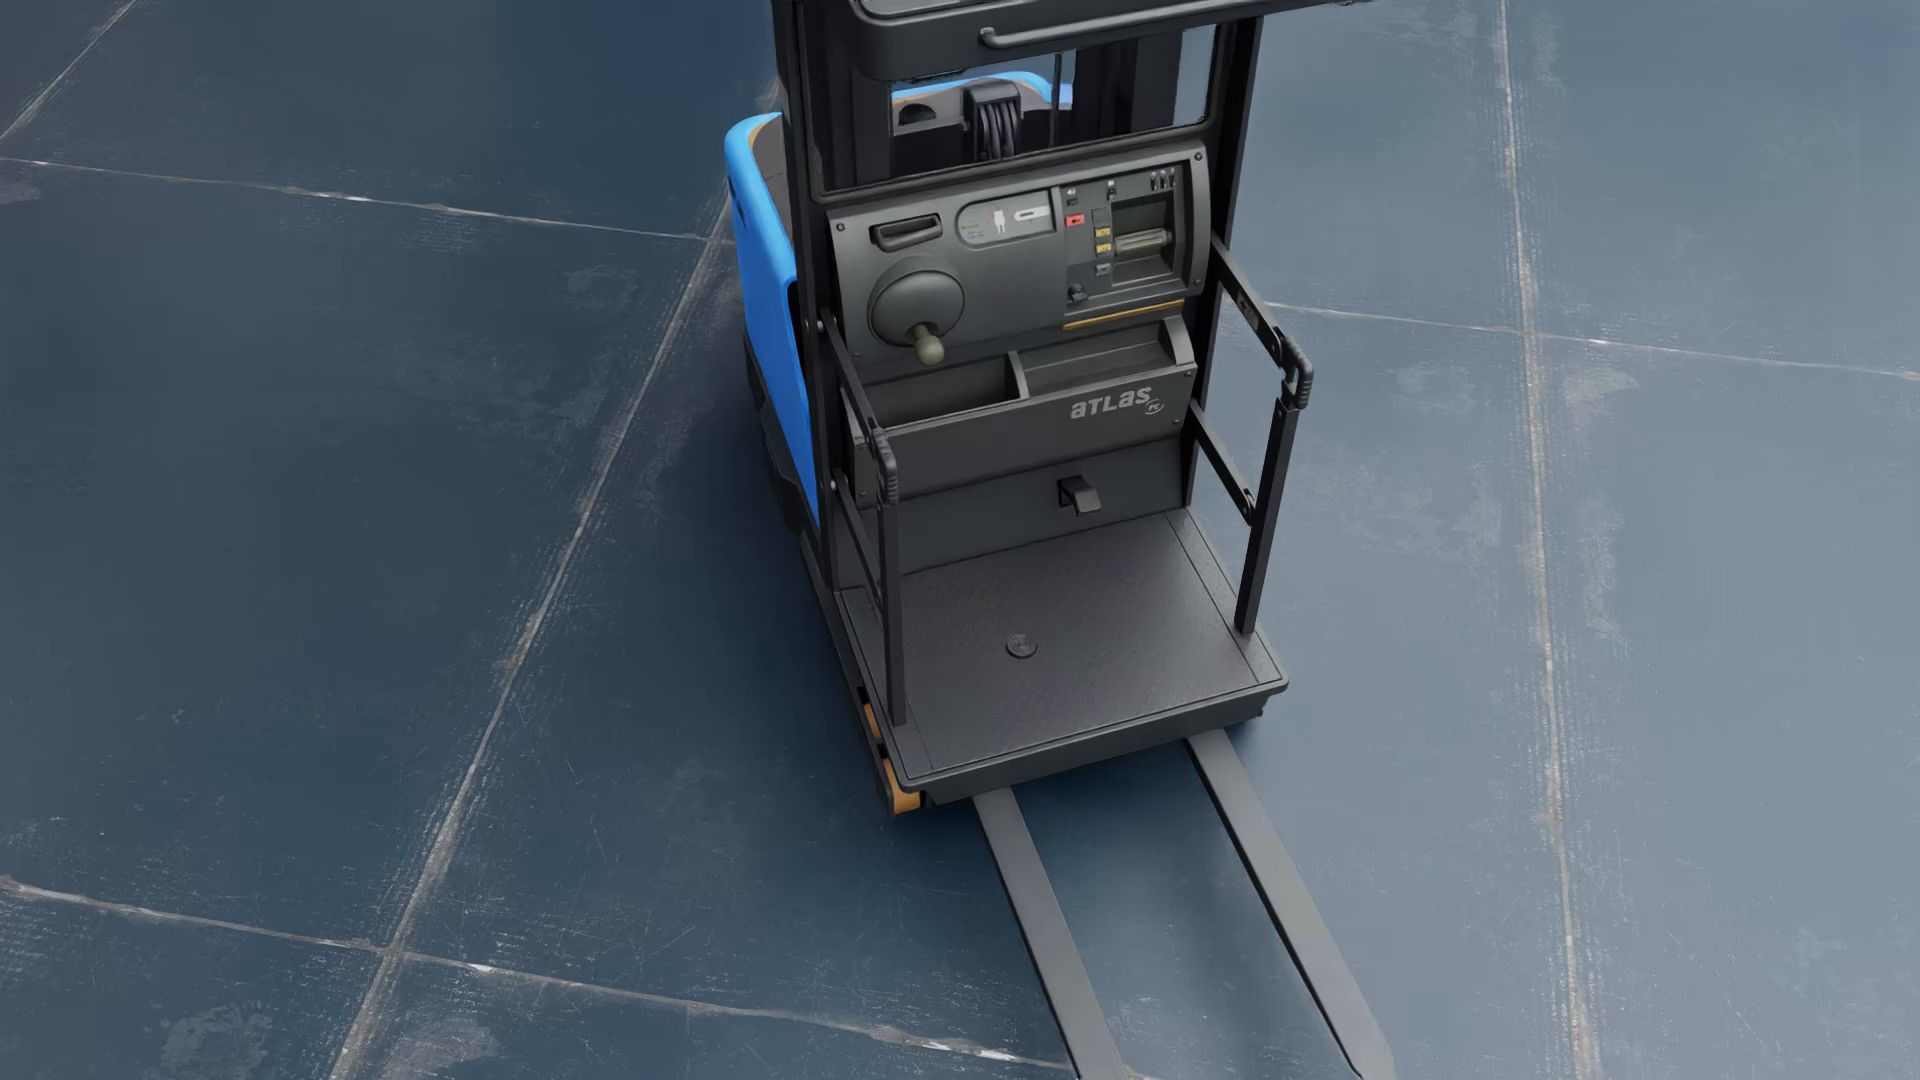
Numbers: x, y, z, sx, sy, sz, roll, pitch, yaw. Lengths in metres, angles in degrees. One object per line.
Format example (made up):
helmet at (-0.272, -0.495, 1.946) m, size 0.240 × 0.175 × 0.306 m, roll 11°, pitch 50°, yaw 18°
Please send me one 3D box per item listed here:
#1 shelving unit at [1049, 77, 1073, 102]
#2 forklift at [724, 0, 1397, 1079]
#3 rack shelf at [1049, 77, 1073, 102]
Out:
shelving unit at (-0.040, -1.423, 5.521) m, size 1.048 × 1.500 × 0.538 m, roll -8°, pitch 49°, yaw -7°
forklift at (0.223, -0.575, 3.796) m, size 1.130 × 2.935 × 3.031 m, roll -14°, pitch 49°, yaw -12°
rack shelf at (-0.040, -1.303, 5.655) m, size 1.000 × 0.185 × 0.538 m, roll -8°, pitch 49°, yaw -7°
